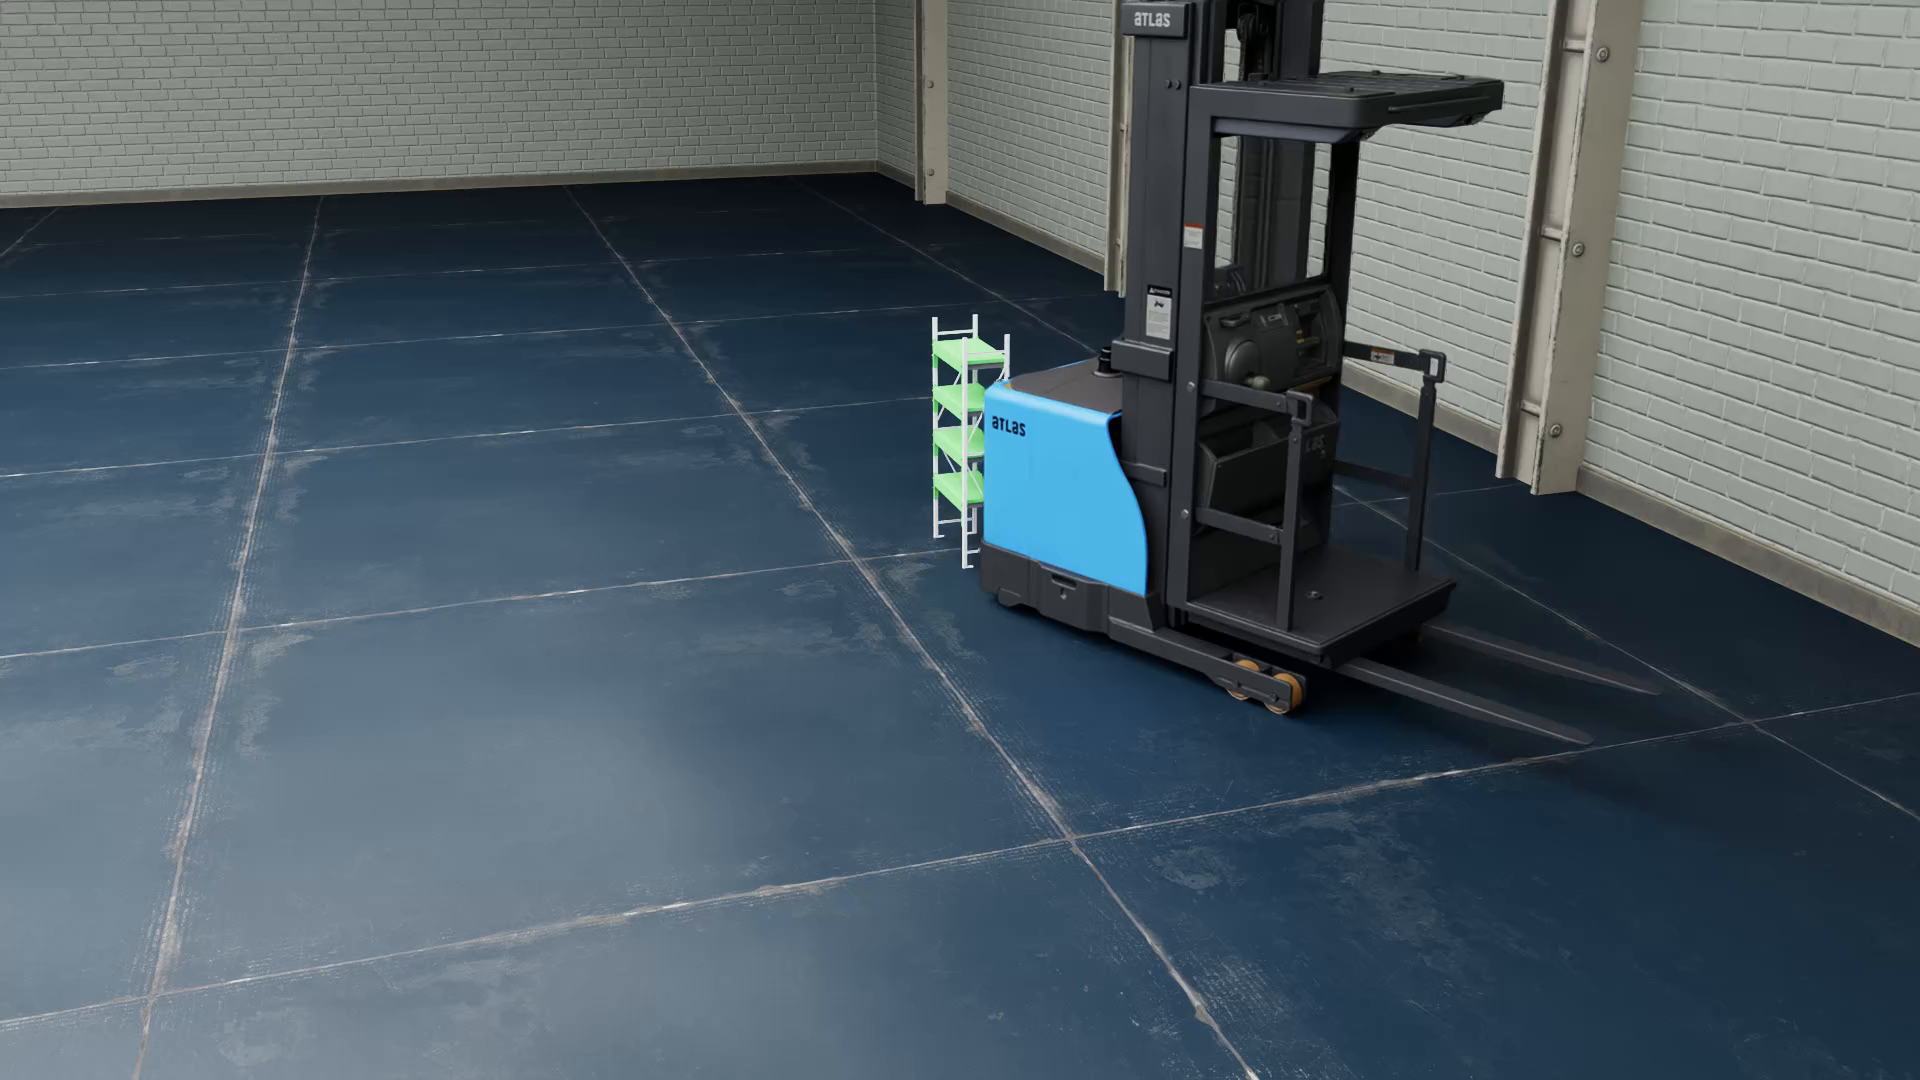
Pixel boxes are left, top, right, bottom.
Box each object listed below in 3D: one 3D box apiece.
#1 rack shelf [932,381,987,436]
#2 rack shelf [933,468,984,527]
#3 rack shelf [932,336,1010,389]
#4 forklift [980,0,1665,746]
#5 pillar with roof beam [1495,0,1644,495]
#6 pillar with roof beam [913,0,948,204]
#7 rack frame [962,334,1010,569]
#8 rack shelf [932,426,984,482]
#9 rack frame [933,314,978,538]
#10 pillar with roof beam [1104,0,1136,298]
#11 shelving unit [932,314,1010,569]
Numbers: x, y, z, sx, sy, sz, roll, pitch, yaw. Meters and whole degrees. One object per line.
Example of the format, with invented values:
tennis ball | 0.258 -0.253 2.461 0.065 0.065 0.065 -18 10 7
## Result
rack shelf | 0.052 -0.677 8.506 0.258 0.148 0.480 -6 21 -17
rack shelf | 0.052 -0.226 8.669 0.258 0.148 0.480 -6 21 -17
rack shelf | 0.052 -0.903 8.425 0.258 0.148 0.480 -6 21 -17
forklift | 1.493 -0.854 6.958 1.130 2.935 3.031 -19 27 -42
pillar with roof beam | -0.666 -4.117 7.067 9.100 9.000 0.400 -6 21 -17
pillar with roof beam | -4.437 -7.968 17.788 9.100 9.000 0.400 -6 21 -17
rack frame | 0.129 -0.433 8.348 0.240 1.200 0.015 -6 21 -17
rack shelf | 0.052 -0.451 8.587 0.258 0.148 0.480 -6 21 -17
rack frame | -0.025 -0.590 8.784 0.240 1.200 0.015 -6 21 -17
pillar with roof beam | -2.551 -6.043 12.428 9.100 9.000 0.400 -6 21 -17
shelving unit | 0.052 -0.512 8.566 0.258 1.200 0.503 -6 21 -17
